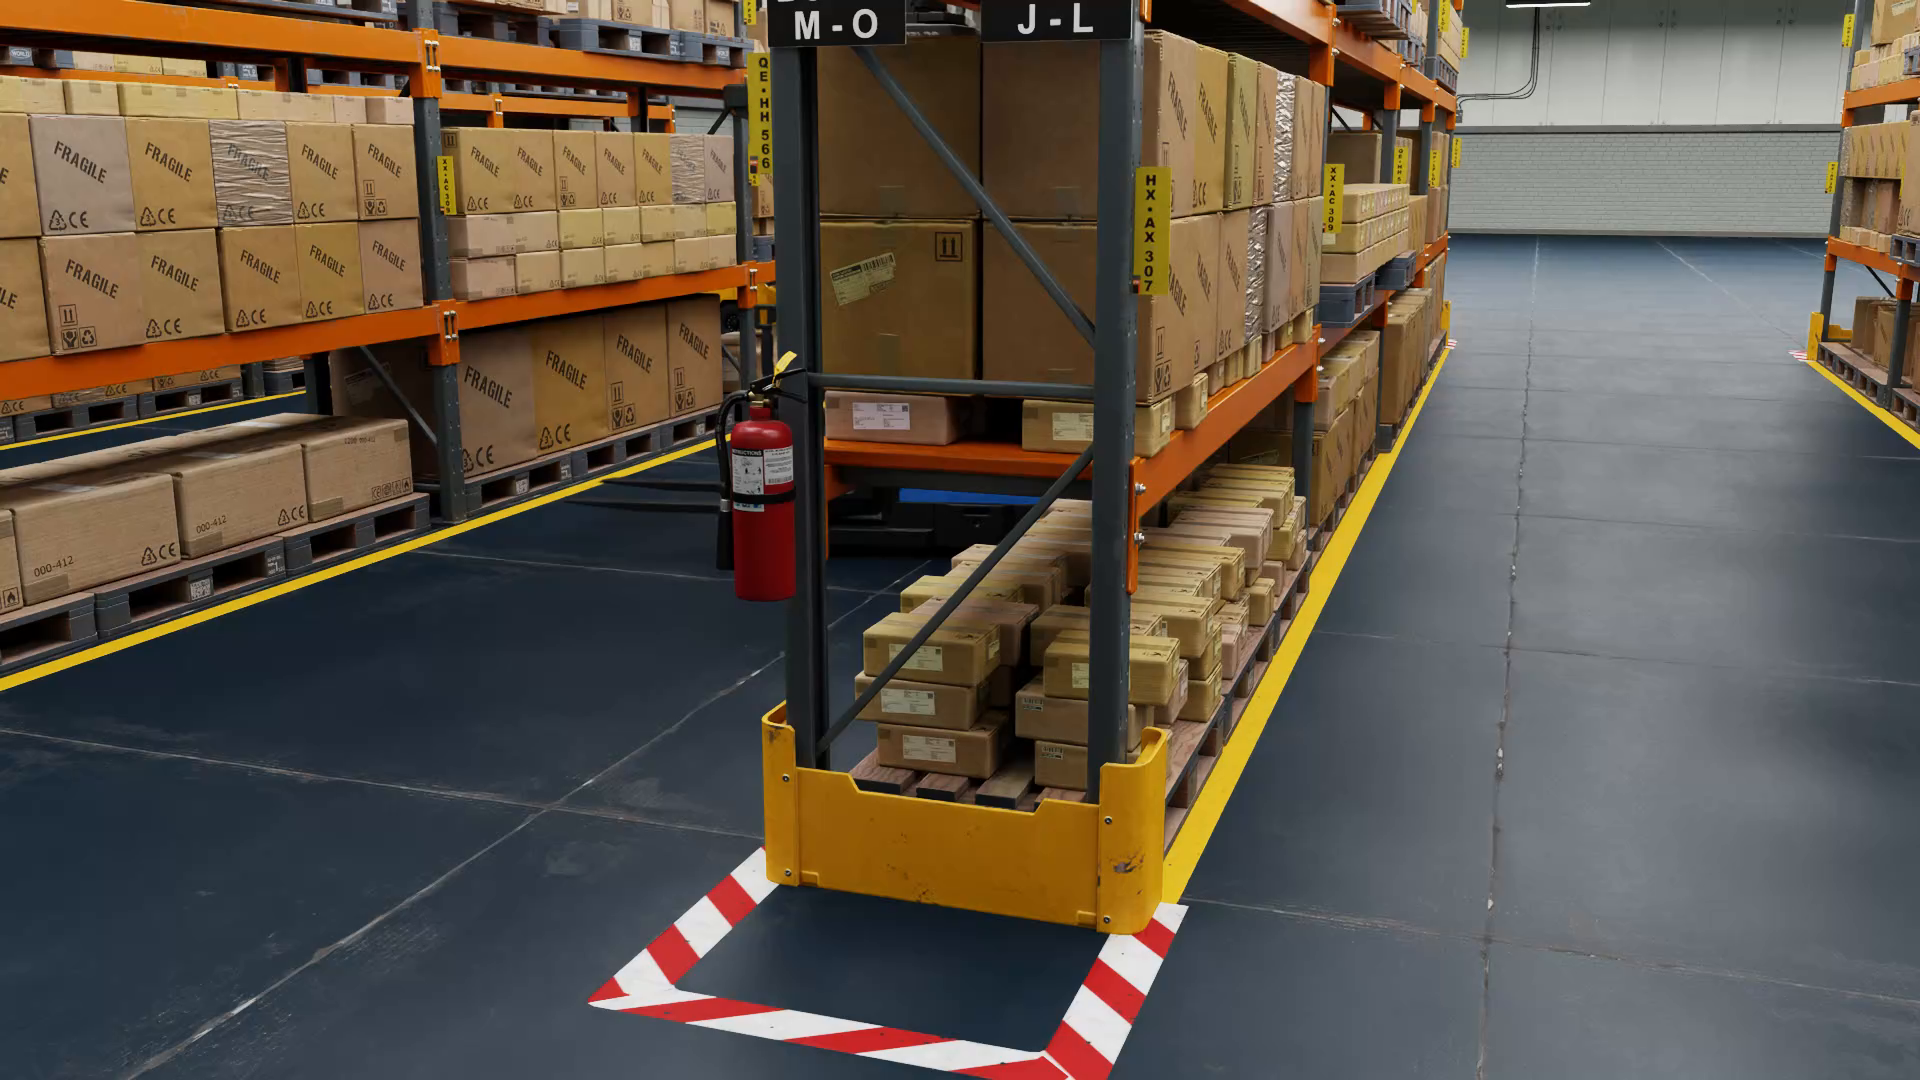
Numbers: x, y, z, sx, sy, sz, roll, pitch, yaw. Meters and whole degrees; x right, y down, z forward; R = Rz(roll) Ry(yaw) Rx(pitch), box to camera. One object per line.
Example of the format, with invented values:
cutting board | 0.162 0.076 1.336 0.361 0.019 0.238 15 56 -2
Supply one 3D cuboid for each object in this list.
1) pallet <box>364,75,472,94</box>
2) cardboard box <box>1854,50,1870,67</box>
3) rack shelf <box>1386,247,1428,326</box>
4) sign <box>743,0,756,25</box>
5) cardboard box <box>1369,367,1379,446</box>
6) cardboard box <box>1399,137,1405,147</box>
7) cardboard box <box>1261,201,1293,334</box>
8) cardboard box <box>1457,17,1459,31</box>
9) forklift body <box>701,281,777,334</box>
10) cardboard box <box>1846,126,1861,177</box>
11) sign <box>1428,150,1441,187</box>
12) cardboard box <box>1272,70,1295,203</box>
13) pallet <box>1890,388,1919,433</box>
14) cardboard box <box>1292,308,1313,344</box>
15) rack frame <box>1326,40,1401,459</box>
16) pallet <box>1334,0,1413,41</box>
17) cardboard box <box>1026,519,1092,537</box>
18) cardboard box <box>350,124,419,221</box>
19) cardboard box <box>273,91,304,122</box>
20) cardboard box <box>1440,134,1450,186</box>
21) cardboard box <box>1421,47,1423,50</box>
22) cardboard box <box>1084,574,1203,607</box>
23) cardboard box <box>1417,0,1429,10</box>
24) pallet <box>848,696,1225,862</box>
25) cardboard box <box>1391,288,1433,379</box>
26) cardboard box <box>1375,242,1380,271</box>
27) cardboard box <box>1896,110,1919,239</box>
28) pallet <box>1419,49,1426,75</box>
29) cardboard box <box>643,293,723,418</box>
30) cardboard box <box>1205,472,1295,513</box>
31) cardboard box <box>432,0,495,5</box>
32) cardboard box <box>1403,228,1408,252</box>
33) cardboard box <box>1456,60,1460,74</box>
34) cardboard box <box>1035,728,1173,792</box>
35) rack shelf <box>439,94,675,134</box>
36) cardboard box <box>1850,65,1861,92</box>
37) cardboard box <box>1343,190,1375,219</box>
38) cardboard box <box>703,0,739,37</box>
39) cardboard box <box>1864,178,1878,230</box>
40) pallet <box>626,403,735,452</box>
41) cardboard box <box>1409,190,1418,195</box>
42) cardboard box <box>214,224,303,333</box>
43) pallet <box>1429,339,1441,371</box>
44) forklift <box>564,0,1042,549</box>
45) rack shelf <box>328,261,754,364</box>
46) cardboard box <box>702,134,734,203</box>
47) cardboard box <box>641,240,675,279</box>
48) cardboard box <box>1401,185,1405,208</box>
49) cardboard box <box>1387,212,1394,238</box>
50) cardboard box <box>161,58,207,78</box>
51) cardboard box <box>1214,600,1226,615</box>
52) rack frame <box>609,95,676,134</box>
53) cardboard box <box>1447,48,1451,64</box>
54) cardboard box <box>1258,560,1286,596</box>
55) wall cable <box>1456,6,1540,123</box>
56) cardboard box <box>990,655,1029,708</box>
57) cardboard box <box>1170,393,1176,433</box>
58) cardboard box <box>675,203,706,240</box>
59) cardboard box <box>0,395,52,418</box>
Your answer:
pallet | -5.825 -4.817 17.539 0.805 0.209 1.217 4 13 16
cardboard box | 9.334 -4.901 16.919 0.380 0.149 0.250 5 14 20
rack shelf | 3.216 -2.171 13.873 1.077 0.370 4.000 4 14 18
sign | -1.626 -4.147 12.834 0.100 0.325 0.005 4 14 18
cardboard box | 2.603 -0.929 11.490 0.500 0.500 0.500 4 14 18
cardboard box | 3.379 -3.159 14.115 0.700 0.500 0.500 4 14 19
cardboard box | 1.054 -1.116 6.742 0.500 0.500 0.500 4 14 18
cardboard box | 5.122 -5.510 17.752 0.380 0.149 0.250 5 14 19
forklift body | -3.145 -3.532 20.129 2.313 2.155 1.214 4 14 18
cardboard box | 9.213 -3.886 16.635 0.500 0.500 0.500 4 14 18
sign | 4.379 -3.431 15.356 0.100 0.325 0.005 4 14 18
cardboard box | 1.037 -1.605 6.638 0.500 0.500 0.500 5 14 20
pallet | 8.273 -1.040 13.572 1.003 0.211 1.213 4 14 18
cardboard box | 1.423 -0.996 7.677 0.380 0.149 0.250 4 13 17
rack frame | 2.568 -2.100 11.948 1.000 3.000 0.127 4 14 18
pallet | 1.907 -2.970 9.439 1.213 0.211 1.003 4 14 18
cardboard box | 0.437 0.022 6.777 0.380 0.149 0.250 4 14 19
cardboard box | -3.334 -2.010 9.082 0.500 0.500 0.500 4 14 18
cardboard box | -3.584 -2.204 8.472 0.380 0.149 0.250 4 14 18
cardboard box | 4.909 -4.186 18.325 0.875 0.550 0.550 4 14 18
cardboard box | 3.785 -4.425 14.561 0.500 0.250 0.500 5 14 19
cardboard box | 0.651 0.225 5.888 0.380 0.149 0.250 4 13 16
cardboard box | 4.302 -4.977 15.414 0.380 0.149 0.250 4 14 19
pallet | 0.301 0.759 5.687 1.003 0.211 1.213 4 14 18
cardboard box | 3.747 -1.913 15.241 1.050 0.750 0.750 4 14 18
cardboard box | 2.170 -1.608 9.411 0.380 0.149 0.250 4 13 16
cardboard box | 8.134 -2.904 13.178 1.000 1.000 1.000 4 14 19
pallet | 3.613 -4.115 14.465 0.805 0.209 1.217 4 13 16
cardboard box | -2.450 -1.465 12.995 0.875 0.875 0.875 4 14 18
cardboard box | 1.360 -0.213 7.804 0.380 0.149 0.250 5 14 19
cardboard box | -2.949 -3.275 9.712 0.396 0.266 0.258 4 14 18
cardboard box | 2.844 -2.045 11.330 0.380 0.149 0.250 5 14 19
cardboard box | 5.370 -5.284 18.551 0.380 0.149 0.250 4 14 18
cardboard box | 0.452 0.682 5.221 0.380 0.149 0.250 5 14 20
rack shelf | -4.905 -5.167 20.260 1.077 0.370 4.000 4 14 18
cardboard box | 9.417 -4.713 16.991 0.500 0.250 0.500 5 14 20
cardboard box | 2.007 -1.793 8.887 0.380 0.149 0.250 4 14 19
cardboard box | -2.127 -4.063 12.629 0.797 0.503 0.637 3 13 15
cardboard box | 9.362 -3.270 16.181 0.875 0.500 0.500 4 14 18
pallet | -2.474 -0.915 13.023 1.003 0.211 1.213 4 14 18
cardboard box | 3.971 -3.094 15.966 0.875 0.550 0.550 4 14 18
cardboard box | -3.661 -1.310 8.262 0.500 0.500 0.500 4 13 18
pallet | 4.576 -1.995 17.755 1.003 0.211 1.213 4 14 18
forklift | -0.708 -1.461 9.301 3.031 2.935 1.130 2 13 7
rack shelf | -2.795 -1.663 11.652 1.077 0.370 4.000 4 14 18
cardboard box | -2.068 -2.844 12.735 0.500 0.500 0.500 4 13 17
cardboard box | -2.395 -2.023 11.949 0.500 0.250 0.500 4 14 18
cardboard box | 2.676 -2.228 10.794 0.380 0.149 0.250 5 14 20
cardboard box | 2.424 -1.919 10.107 0.380 0.149 0.250 5 14 20
cardboard box | -6.782 -4.056 14.112 0.500 0.250 0.500 4 13 17
cardboard box | 0.857 0.196 6.683 0.380 0.149 0.250 5 14 21
rack frame | -4.258 -4.476 22.359 1.000 3.000 0.127 4 14 18
cardboard box | 4.712 -4.856 16.679 0.380 0.149 0.250 4 14 18
cardboard box | 1.282 0.143 7.582 0.380 0.149 0.250 4 13 17
wall cable | 15.553 -15.132 47.921 2.305 6.003 0.169 4 14 18
cardboard box | 0.016 0.442 5.607 0.380 0.149 0.250 4 13 17
cardboard box | 0.438 -0.394 5.040 0.380 0.149 0.250 5 14 20
cardboard box | -2.227 -2.377 12.377 0.500 0.250 0.500 4 13 17
cardboard box | -7.442 -1.239 12.849 0.500 0.500 0.500 4 13 17
